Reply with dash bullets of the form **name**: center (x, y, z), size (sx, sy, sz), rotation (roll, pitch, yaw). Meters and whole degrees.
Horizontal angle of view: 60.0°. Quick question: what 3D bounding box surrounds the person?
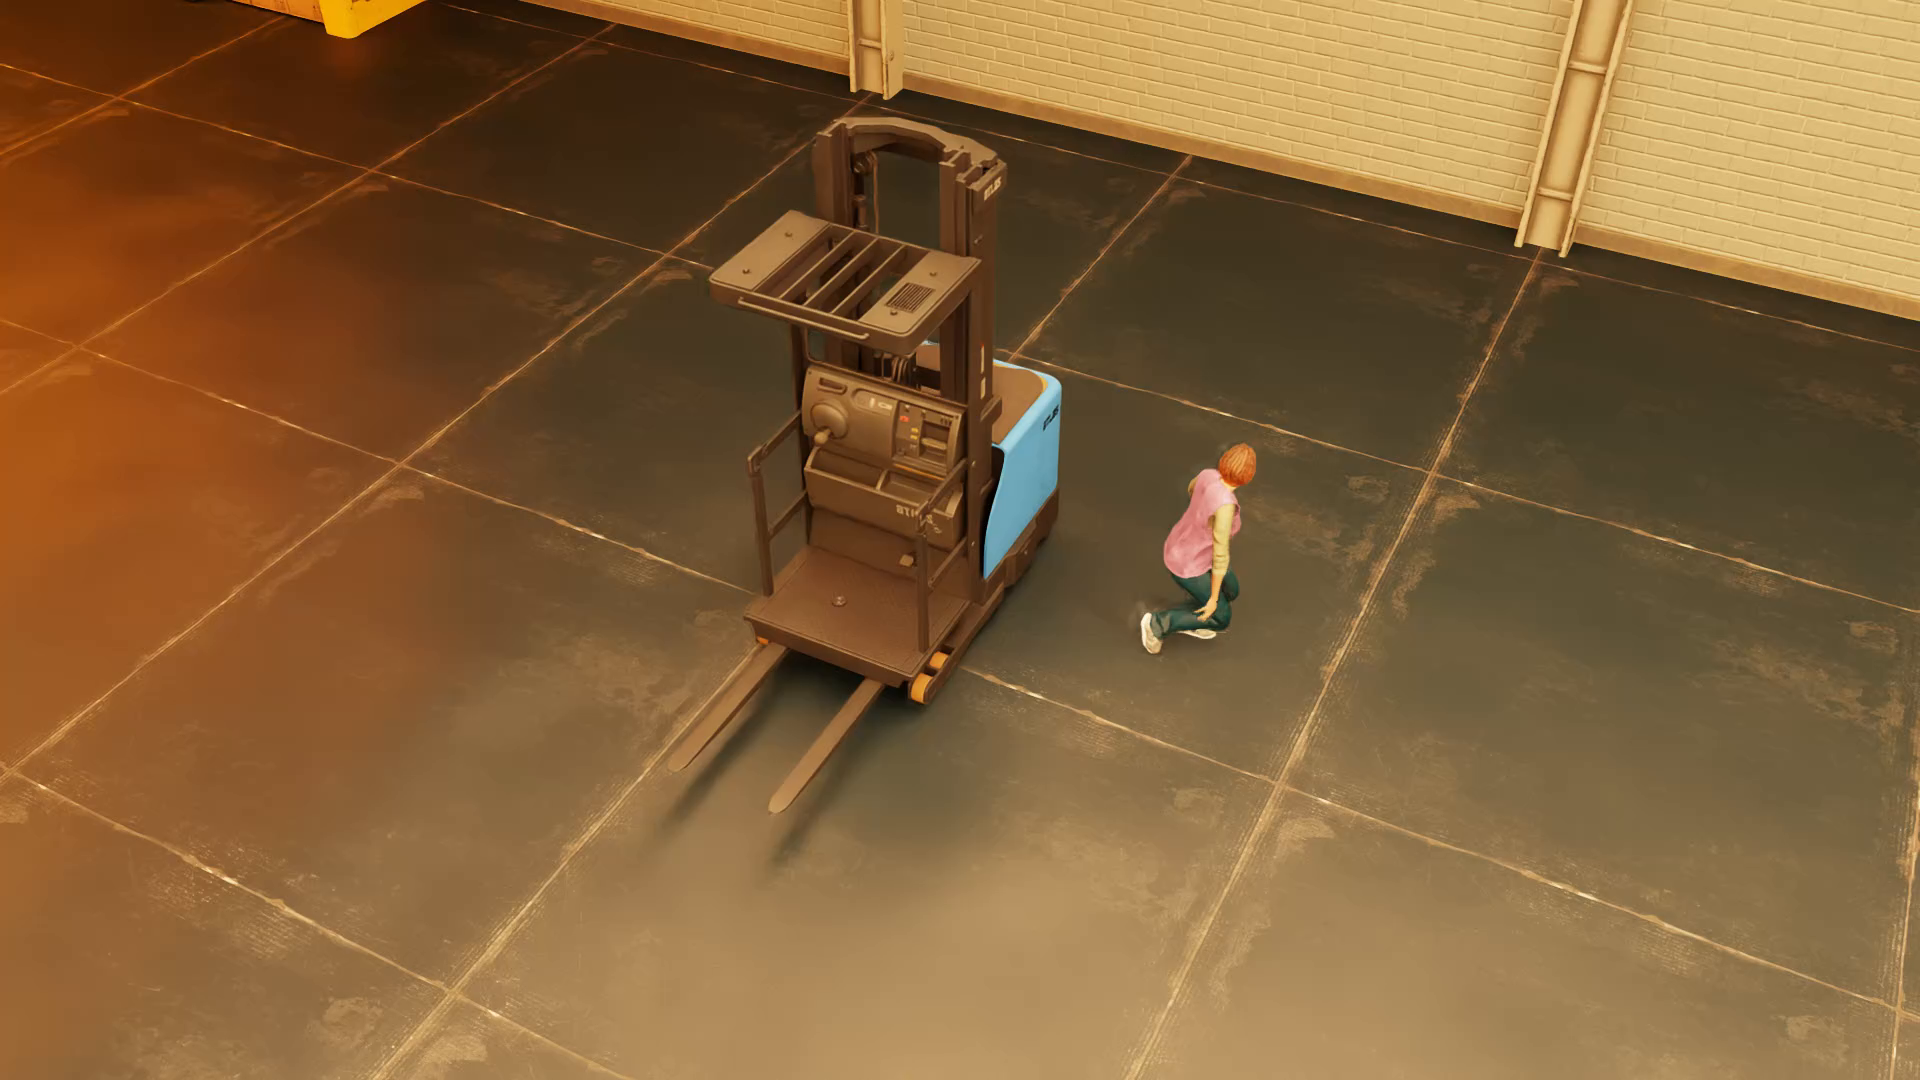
- **person**: center (1.288, 0.094, 9.073), size (0.527, 1.412, 0.773), rotation (5, 40, 6)

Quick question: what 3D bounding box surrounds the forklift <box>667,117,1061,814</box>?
- **forklift**: center (-0.514, -0.548, 8.637), size (1.130, 2.935, 3.031), rotation (18, 43, 21)
